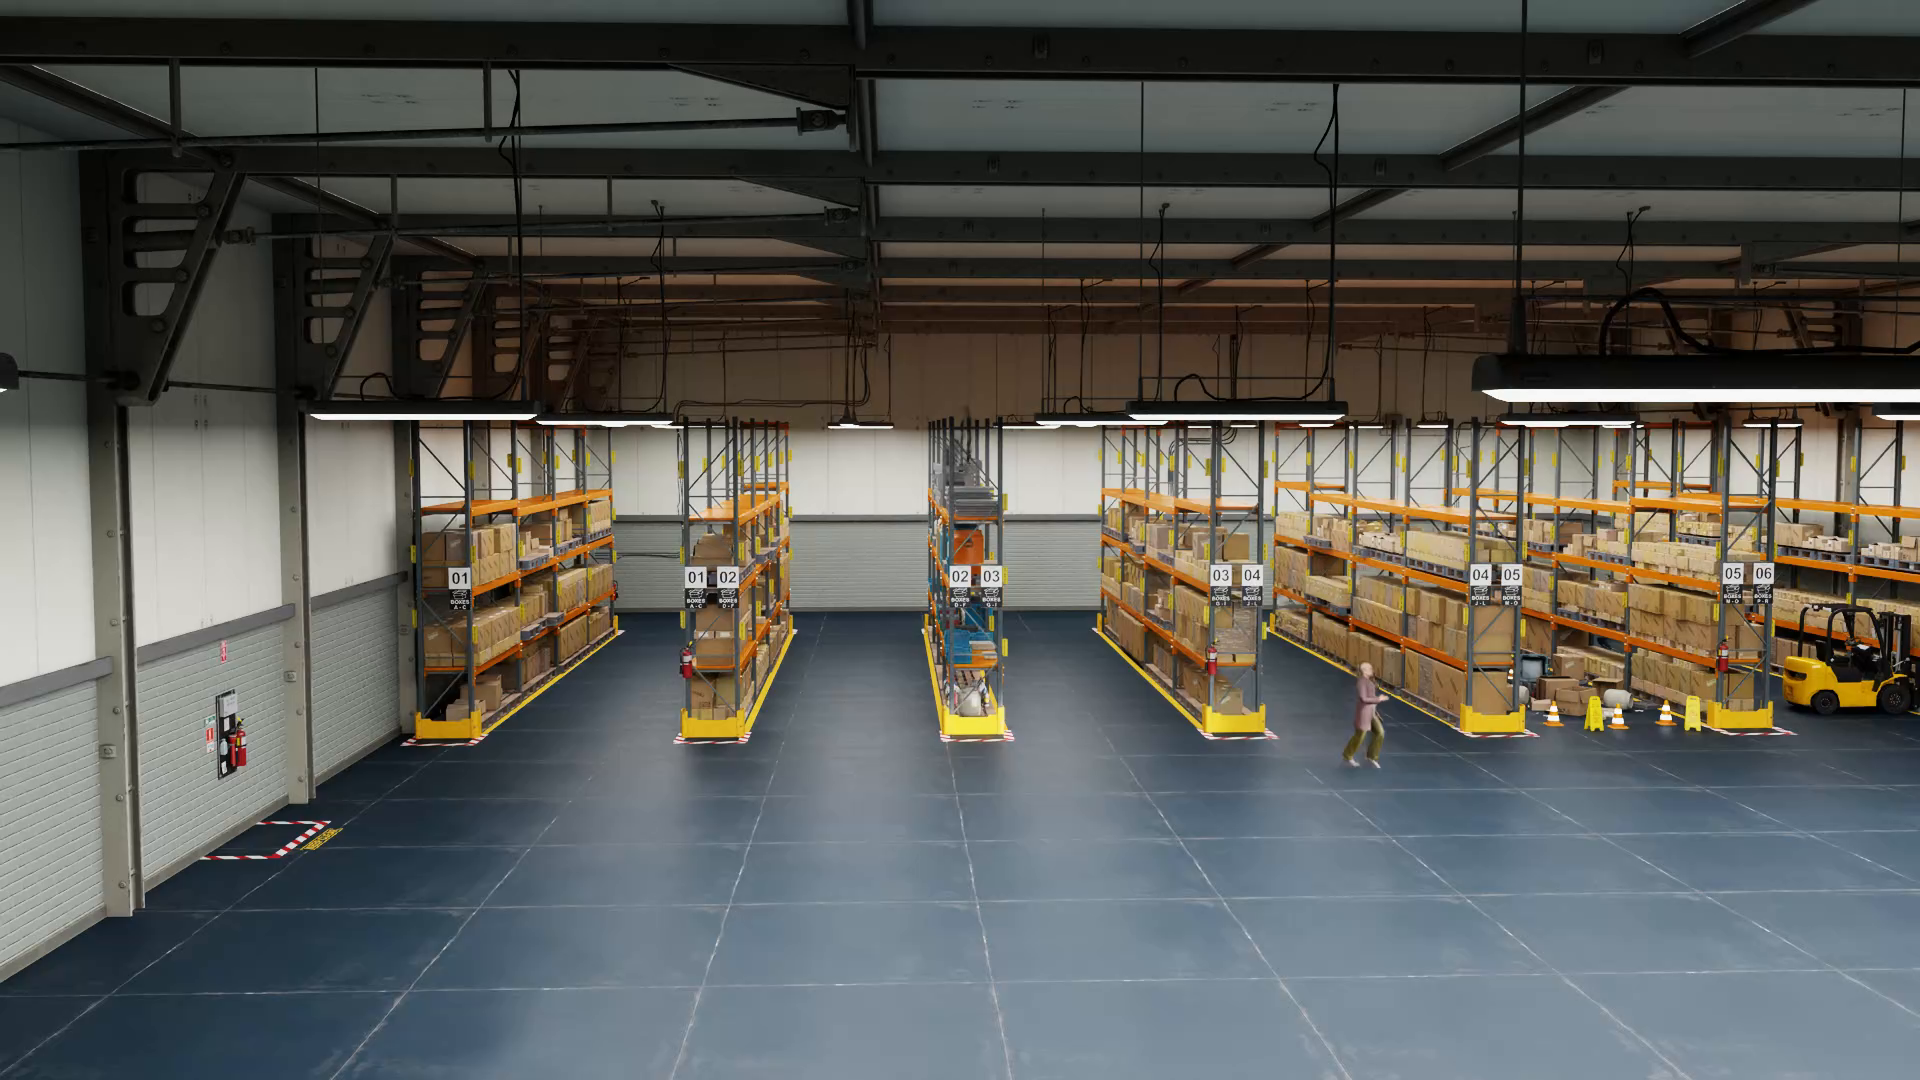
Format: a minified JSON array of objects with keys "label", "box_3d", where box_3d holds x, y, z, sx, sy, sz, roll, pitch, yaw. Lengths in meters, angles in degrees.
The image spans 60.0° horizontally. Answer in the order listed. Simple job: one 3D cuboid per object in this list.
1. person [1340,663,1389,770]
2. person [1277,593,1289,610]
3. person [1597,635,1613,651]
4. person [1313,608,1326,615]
[{"label":"person","box_3d":[6.864,3.002,28.168,0.839,1.856,0.709,3,4,34]},{"label":"person","box_3d":[9.547,1.675,49.095,0.564,1.723,0.770,2,4,31]},{"label":"person","box_3d":[16.200,2.226,41.755,0.546,1.562,0.496,-1,4,-8]},{"label":"person","box_3d":[10.400,1.654,48.969,0.927,1.757,0.670,0,4,-3]}]
